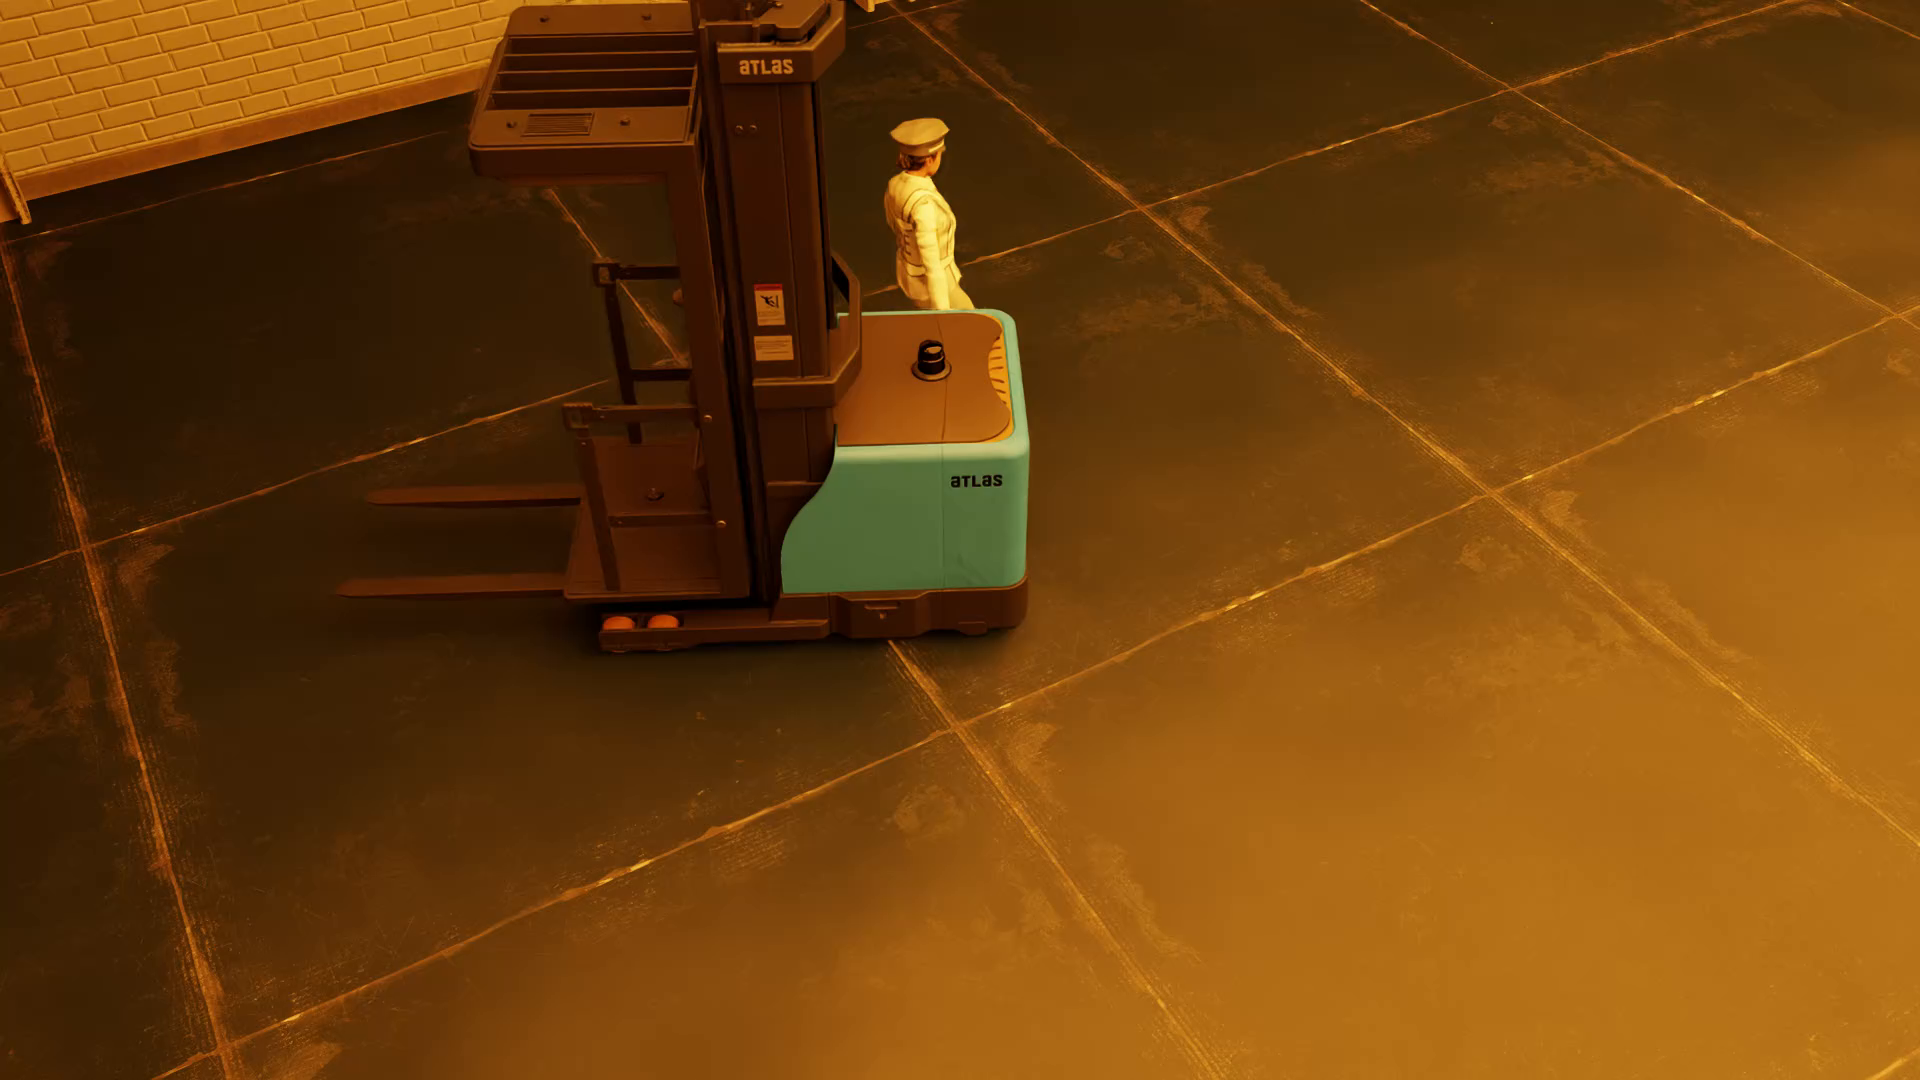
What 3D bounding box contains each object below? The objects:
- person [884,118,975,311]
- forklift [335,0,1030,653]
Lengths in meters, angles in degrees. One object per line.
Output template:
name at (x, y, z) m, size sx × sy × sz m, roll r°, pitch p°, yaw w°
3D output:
person at (-0.153, -1.254, 8.018) m, size 0.478 × 1.563 × 0.829 m, roll -13°, pitch 44°, yaw -13°
forklift at (-1.236, -0.949, 6.721) m, size 3.031 × 2.935 × 1.130 m, roll -2°, pitch 43°, yaw -2°
